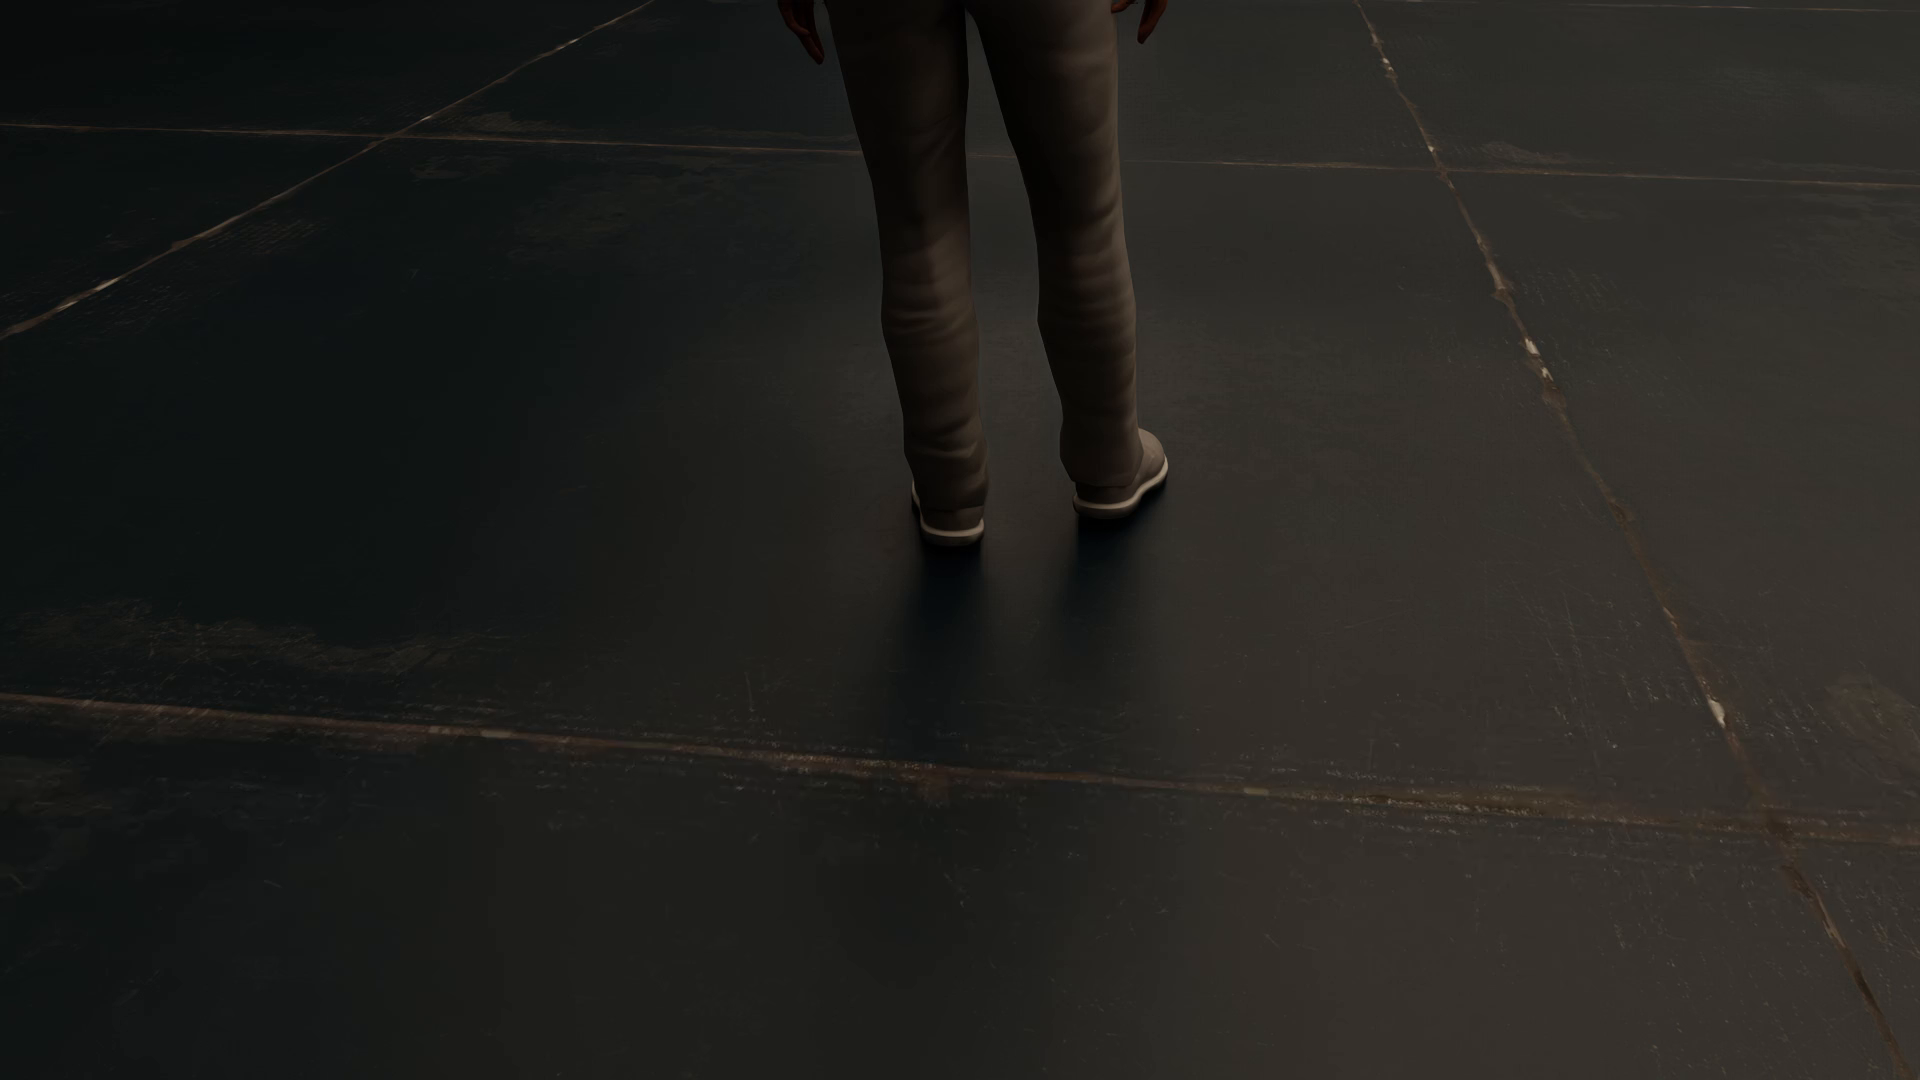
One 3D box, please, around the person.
[{"bbox_3d":[0.029,-0.797,2.183,0.570,1.697,0.528,3,27,7],"label":"person"}]
